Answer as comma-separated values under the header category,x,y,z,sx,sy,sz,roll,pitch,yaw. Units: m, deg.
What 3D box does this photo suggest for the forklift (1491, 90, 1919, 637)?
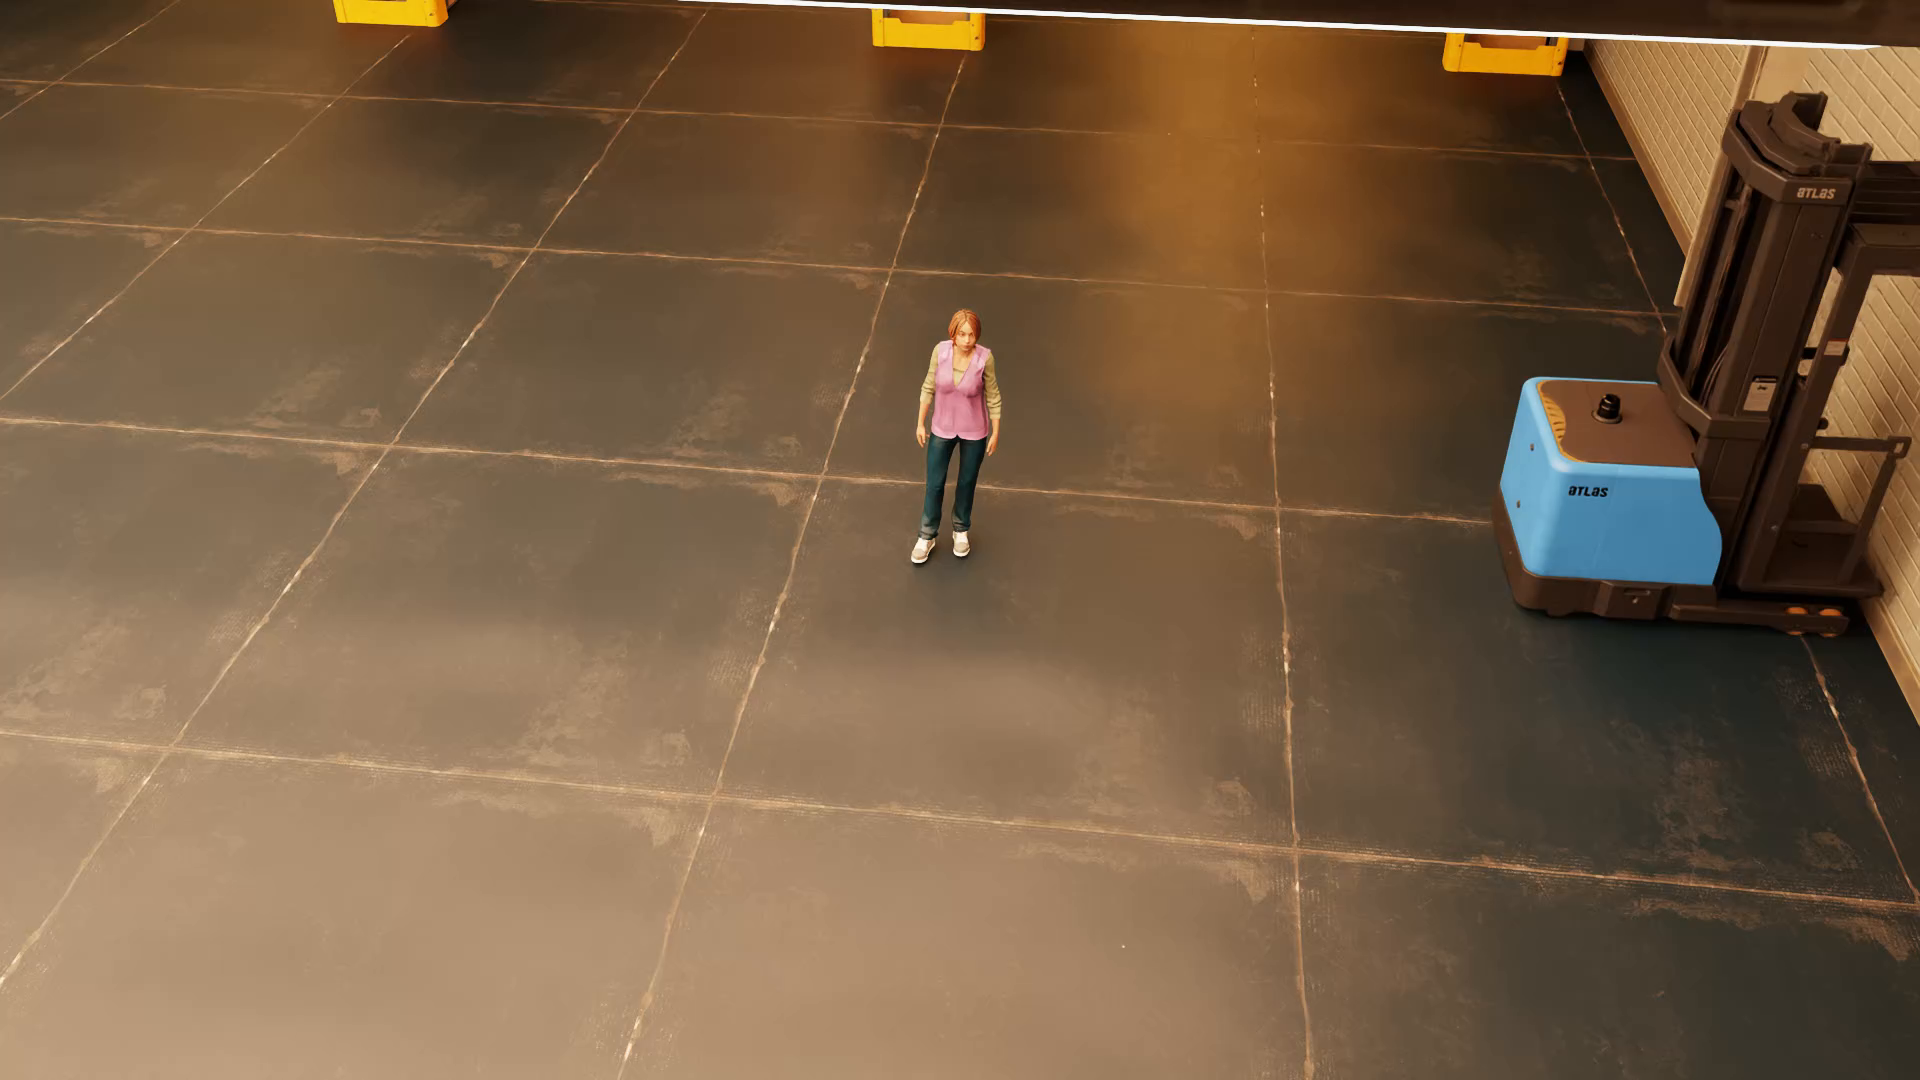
category,x,y,z,sx,sy,sz,roll,pitch,yaw
forklift,4.848,-0.944,9.311,3.031,2.935,1.130,3,37,4

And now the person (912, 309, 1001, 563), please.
category,x,y,z,sx,sy,sz,roll,pitch,yaw
person,-0.023,-0.569,9.991,0.520,1.506,0.473,4,37,6
